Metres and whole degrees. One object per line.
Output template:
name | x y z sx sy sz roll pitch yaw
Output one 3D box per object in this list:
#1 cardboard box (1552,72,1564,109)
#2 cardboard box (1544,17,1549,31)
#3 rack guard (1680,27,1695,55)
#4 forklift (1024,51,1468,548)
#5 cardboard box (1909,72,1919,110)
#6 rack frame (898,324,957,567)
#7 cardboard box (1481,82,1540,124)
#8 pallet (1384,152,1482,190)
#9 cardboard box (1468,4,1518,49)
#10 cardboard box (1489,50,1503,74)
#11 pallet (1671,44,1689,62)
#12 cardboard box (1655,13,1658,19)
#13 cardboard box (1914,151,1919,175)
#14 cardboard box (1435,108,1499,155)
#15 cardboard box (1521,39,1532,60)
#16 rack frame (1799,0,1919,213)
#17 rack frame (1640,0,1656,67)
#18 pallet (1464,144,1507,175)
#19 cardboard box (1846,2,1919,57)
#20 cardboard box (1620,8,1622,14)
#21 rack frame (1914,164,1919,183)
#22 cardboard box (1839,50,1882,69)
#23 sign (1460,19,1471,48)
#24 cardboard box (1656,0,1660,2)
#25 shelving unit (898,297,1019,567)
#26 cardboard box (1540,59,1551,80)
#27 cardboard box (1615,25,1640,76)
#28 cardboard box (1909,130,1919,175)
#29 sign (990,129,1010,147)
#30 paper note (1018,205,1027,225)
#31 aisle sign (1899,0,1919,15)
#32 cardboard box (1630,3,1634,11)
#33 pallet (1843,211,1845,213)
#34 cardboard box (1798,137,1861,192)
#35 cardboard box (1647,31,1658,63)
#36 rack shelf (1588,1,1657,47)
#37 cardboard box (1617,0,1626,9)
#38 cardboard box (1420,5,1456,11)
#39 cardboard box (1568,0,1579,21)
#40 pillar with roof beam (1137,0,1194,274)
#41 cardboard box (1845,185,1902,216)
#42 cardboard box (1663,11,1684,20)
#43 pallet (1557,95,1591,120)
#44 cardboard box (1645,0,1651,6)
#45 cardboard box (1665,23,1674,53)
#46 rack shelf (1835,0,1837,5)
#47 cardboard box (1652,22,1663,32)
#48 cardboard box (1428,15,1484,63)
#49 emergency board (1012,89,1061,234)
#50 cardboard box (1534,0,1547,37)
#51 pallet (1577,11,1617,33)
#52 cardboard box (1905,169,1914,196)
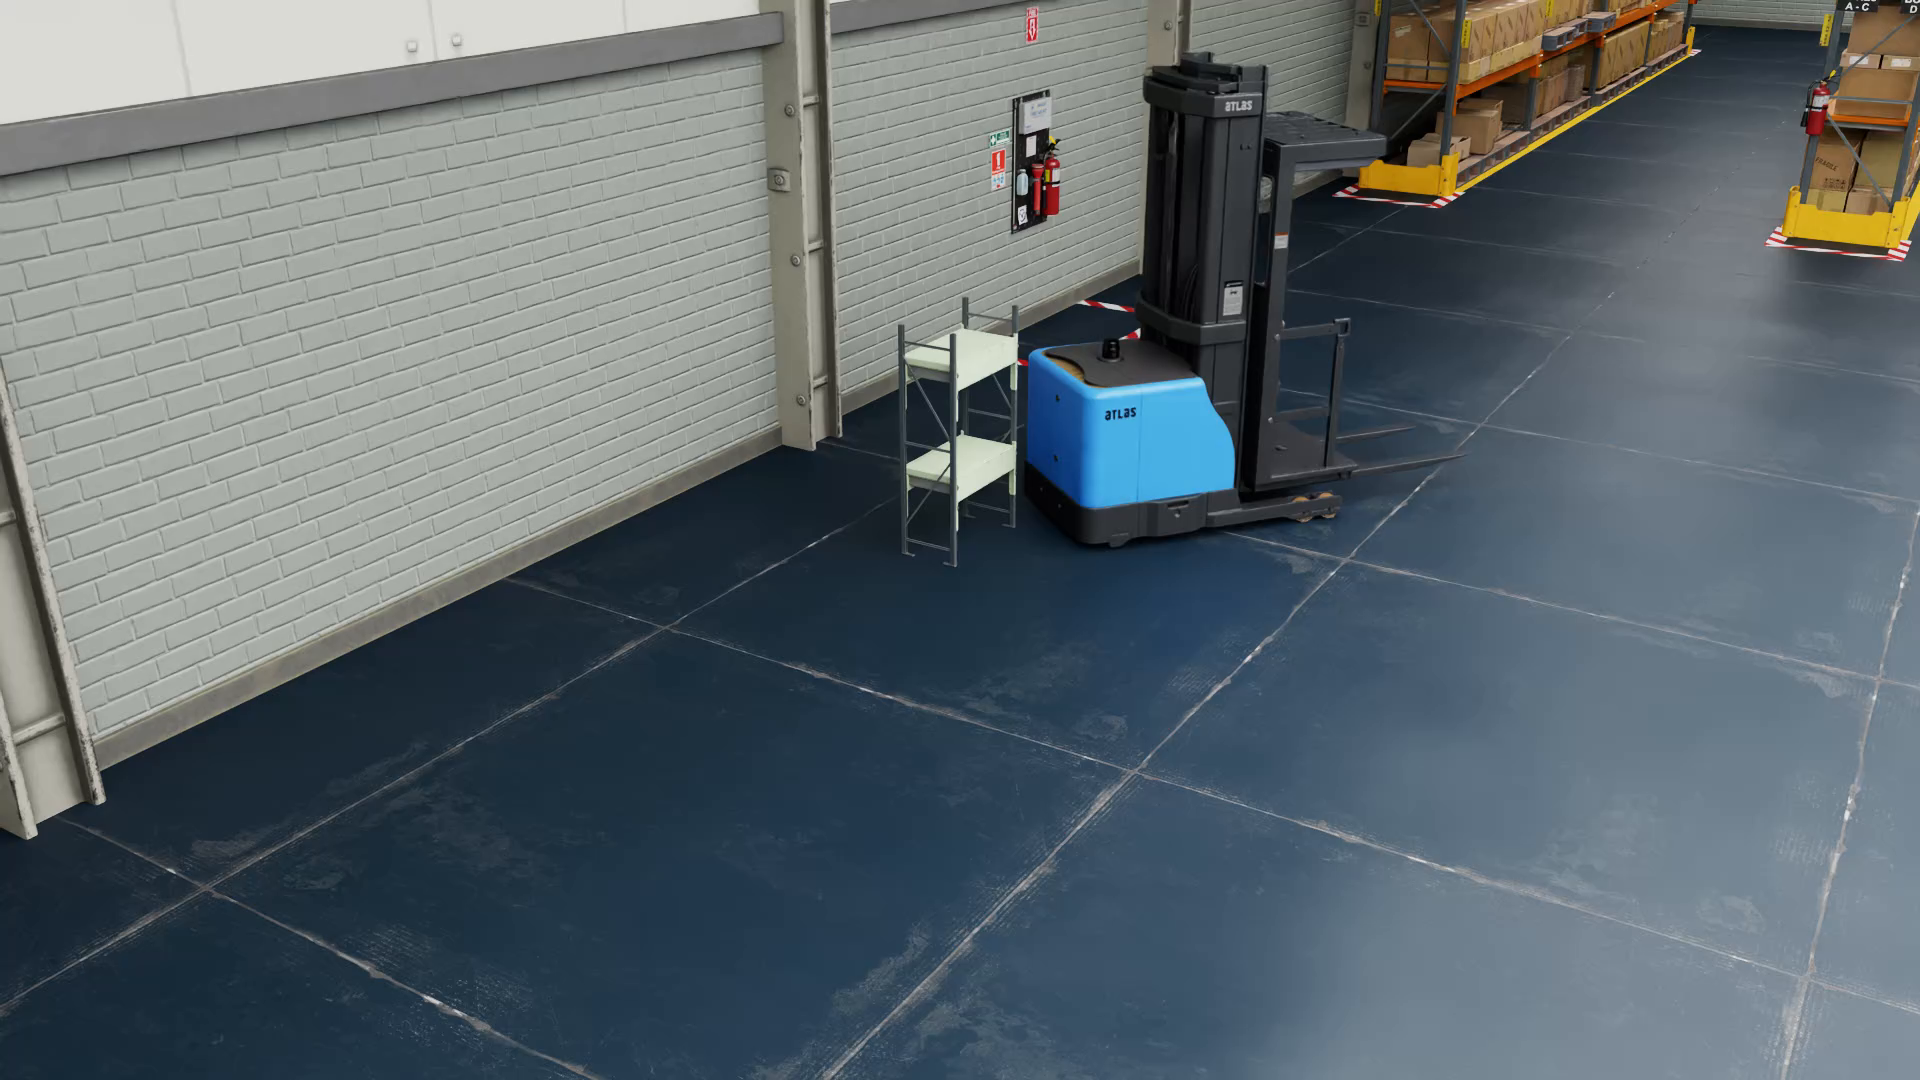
cardboard box | 8.852 -6.942 25.603 0.700 0.500 0.500 14 27 29
cardboard box | 7.983 -7.527 23.681 0.700 0.500 0.500 14 27 29
rack guard | 14.028 -10.025 33.279 1.175 0.500 0.348 14 27 29
forklift | 2.007 -1.649 10.869 3.031 2.935 1.130 -9 25 -19
cardboard box | 10.316 -5.106 18.644 0.700 0.500 0.500 15 27 30
rack frame | -0.197 -0.562 10.161 0.400 1.500 0.023 14 27 29
cardboard box | 8.060 -6.421 24.399 0.700 0.500 0.500 15 28 31
pallet | 6.074 -4.777 21.519 1.003 0.211 1.213 14 27 29
cardboard box | 6.892 -6.661 21.581 0.500 0.500 0.500 15 27 31
cardboard box | 6.638 -6.152 21.348 0.500 0.250 0.500 13 27 28
pallet | 13.660 -9.598 32.656 1.003 0.211 1.213 14 27 29
cardboard box | 13.228 -10.079 32.058 0.380 0.149 0.250 14 27 29
cardboard box | 11.837 -4.806 21.008 0.500 0.250 0.500 14 27 29
cardboard box | 6.747 -5.463 22.187 0.700 0.500 0.500 12 26 26
cardboard box | 7.423 -6.665 22.533 0.500 0.250 0.500 14 27 29
rack frame | 9.786 -4.727 17.894 1.000 3.000 0.127 14 27 29
rack frame | 11.906 -9.814 29.645 1.000 3.000 0.127 14 27 29
pallet | 6.719 -5.187 22.466 1.003 0.211 1.213 14 27 29
cardboard box | 10.071 -5.541 18.016 0.700 0.500 0.500 14 27 29
cardboard box | 10.821 -8.861 27.734 0.380 0.149 0.250 14 27 30
rack frame | 11.896 -6.077 21.013 1.000 3.000 0.127 14 27 29
cardboard box | 9.826 -5.240 18.136 0.380 0.149 0.250 13 27 28
sign | 6.037 -6.048 19.855 0.100 0.325 0.005 14 27 29
cardboard box | 12.206 -10.132 30.001 0.980 0.700 0.700 14 27 30
shelving unit | -0.004 -0.686 10.447 0.431 1.500 0.755 14 27 29
cardboard box | 8.560 -7.091 25.003 0.500 0.250 0.500 13 27 27
cardboard box | 11.207 -8.473 28.725 0.750 0.750 0.750 15 27 31
cardboard box | 11.051 -4.642 19.687 0.500 0.500 0.500 14 27 29
sign | 0.340 -3.425 14.174 0.001 0.109 0.331 14 27 29
paper note | 0.557 -2.881 14.738 0.016 0.148 0.142 14 27 29
aisle sign | 10.012 -5.834 17.178 0.394 0.787 0.004 14 27 29
cardboard box | 11.260 -9.115 28.321 0.380 0.149 0.250 13 27 28
pallet | 10.154 -3.715 19.065 1.003 0.211 1.213 14 27 29
cardboard box | 9.816 -4.246 18.770 0.500 0.500 0.500 14 27 29
cardboard box | 12.387 -9.091 30.592 0.700 0.500 0.500 14 27 30
rack shelf | 10.851 -8.809 28.229 1.077 0.370 4.000 14 27 29
cardboard box | 10.553 -8.941 27.102 0.500 0.500 0.500 15 28 31
cardboard box | 6.187 -6.596 21.429 0.500 0.500 0.500 13 27 28
cardboard box | 8.918 -8.126 25.066 0.700 0.500 0.500 14 27 29
pillar with roof beam | 5.702 -6.008 13.300 9.100 9.000 0.400 14 27 29
cardboard box | 10.258 -3.793 18.668 0.500 0.250 0.500 14 27 29
cardboard box | 13.818 -10.169 32.265 0.380 0.149 0.250 14 27 28
pallet | 9.382 -6.921 26.472 1.003 0.211 1.213 14 27 29
cardboard box | 11.855 -9.445 29.082 0.380 0.149 0.250 14 27 30
cardboard box | 13.203 -9.614 31.800 0.700 0.500 0.500 13 27 27
rack shelf | 10.841 -6.449 19.001 1.077 0.370 4.000 14 27 29
cardboard box | 12.723 -9.466 30.641 0.380 0.149 0.250 15 28 31
cardboard box | 6.083 -6.147 20.393 0.500 0.500 0.500 14 27 29
emergency board | 0.709 -3.331 14.668 0.194 1.169 0.643 14 27 29
cardboard box | 7.699 -7.174 22.767 0.500 0.500 0.500 14 27 29
pallet | 9.510 -8.113 25.957 1.213 0.211 1.003 14 27 29
cardboard box | 11.051 -4.299 19.836 0.500 0.250 0.500 14 27 29
